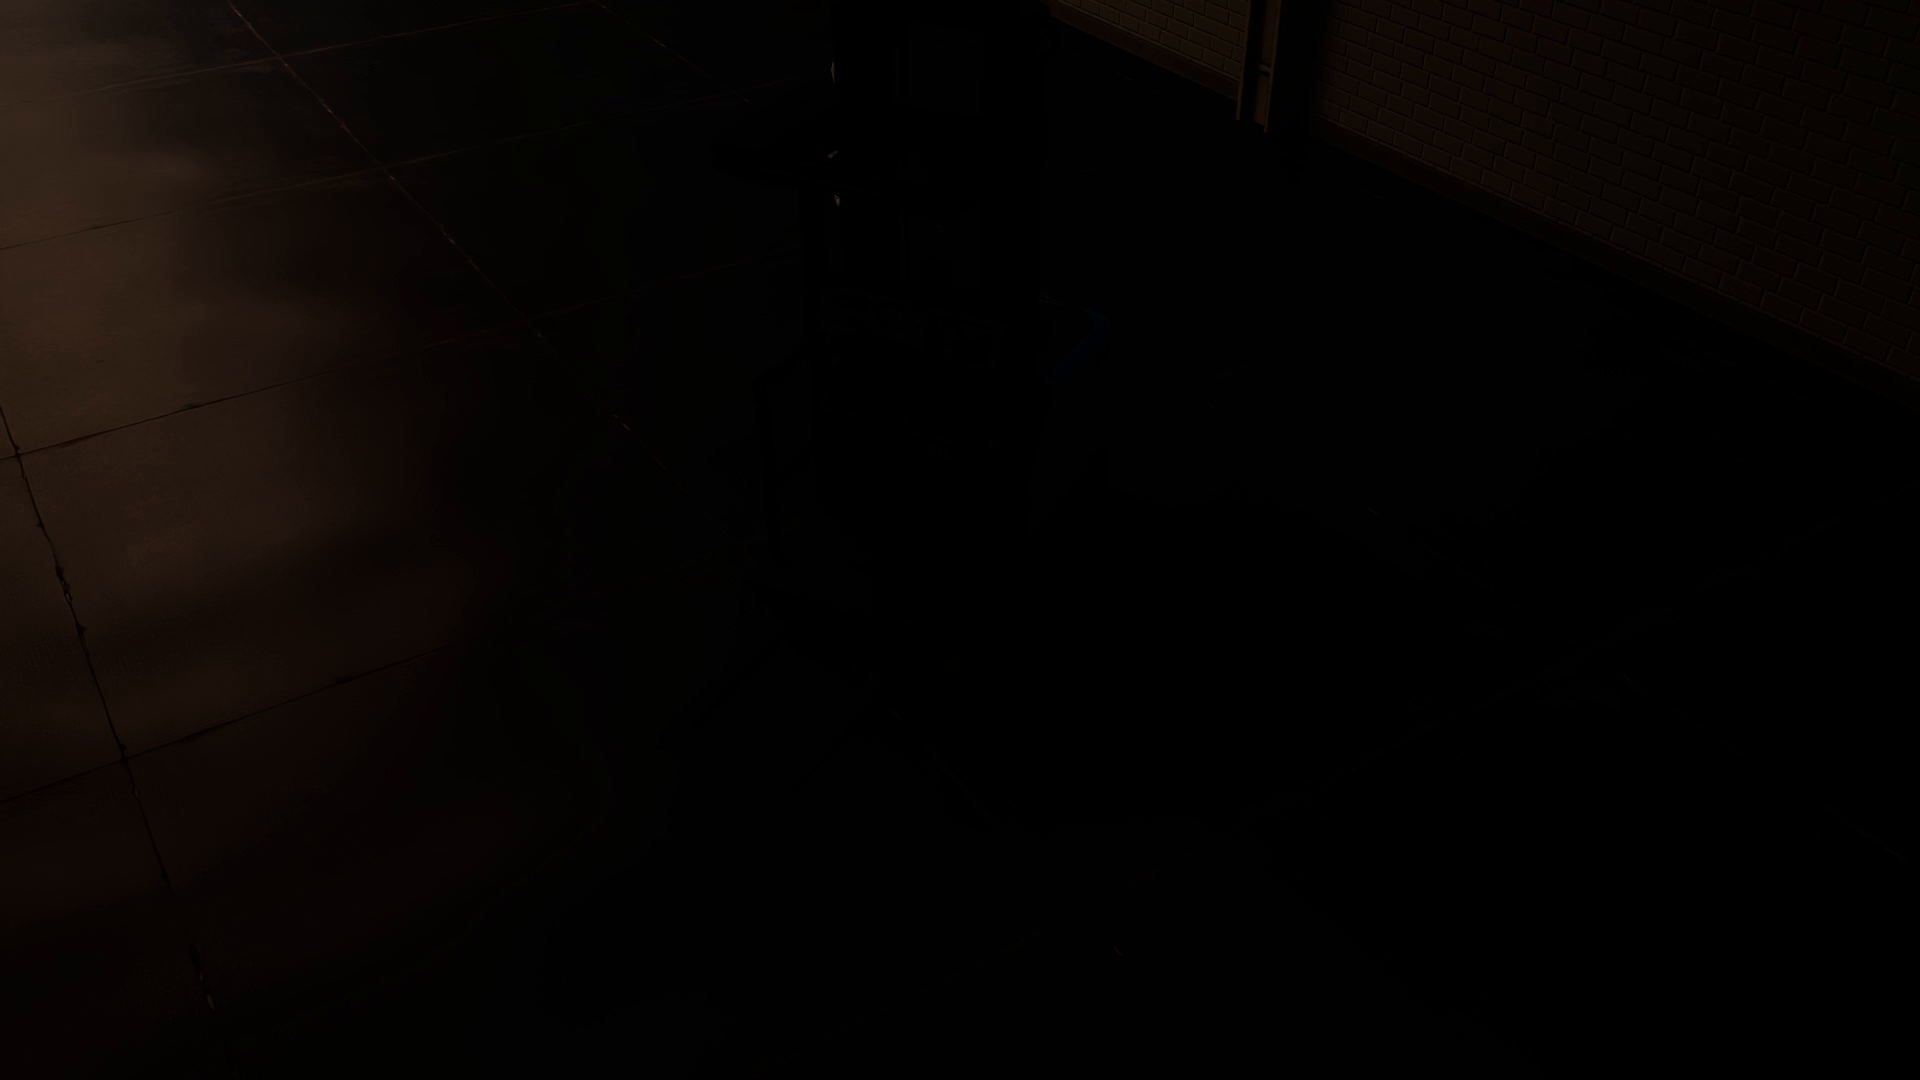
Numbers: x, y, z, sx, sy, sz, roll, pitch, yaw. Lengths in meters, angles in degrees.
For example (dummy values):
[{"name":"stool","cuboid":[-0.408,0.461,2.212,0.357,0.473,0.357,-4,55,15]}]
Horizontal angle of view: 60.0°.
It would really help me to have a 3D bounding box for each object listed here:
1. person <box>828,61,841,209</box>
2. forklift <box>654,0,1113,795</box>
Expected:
[{"name":"person","cuboid":[-0.506,-2.082,10.096,0.579,1.781,0.656,-8,36,-12]},{"name":"forklift","cuboid":[-0.323,-0.836,7.337,1.130,2.935,3.031,16,38,22]}]
